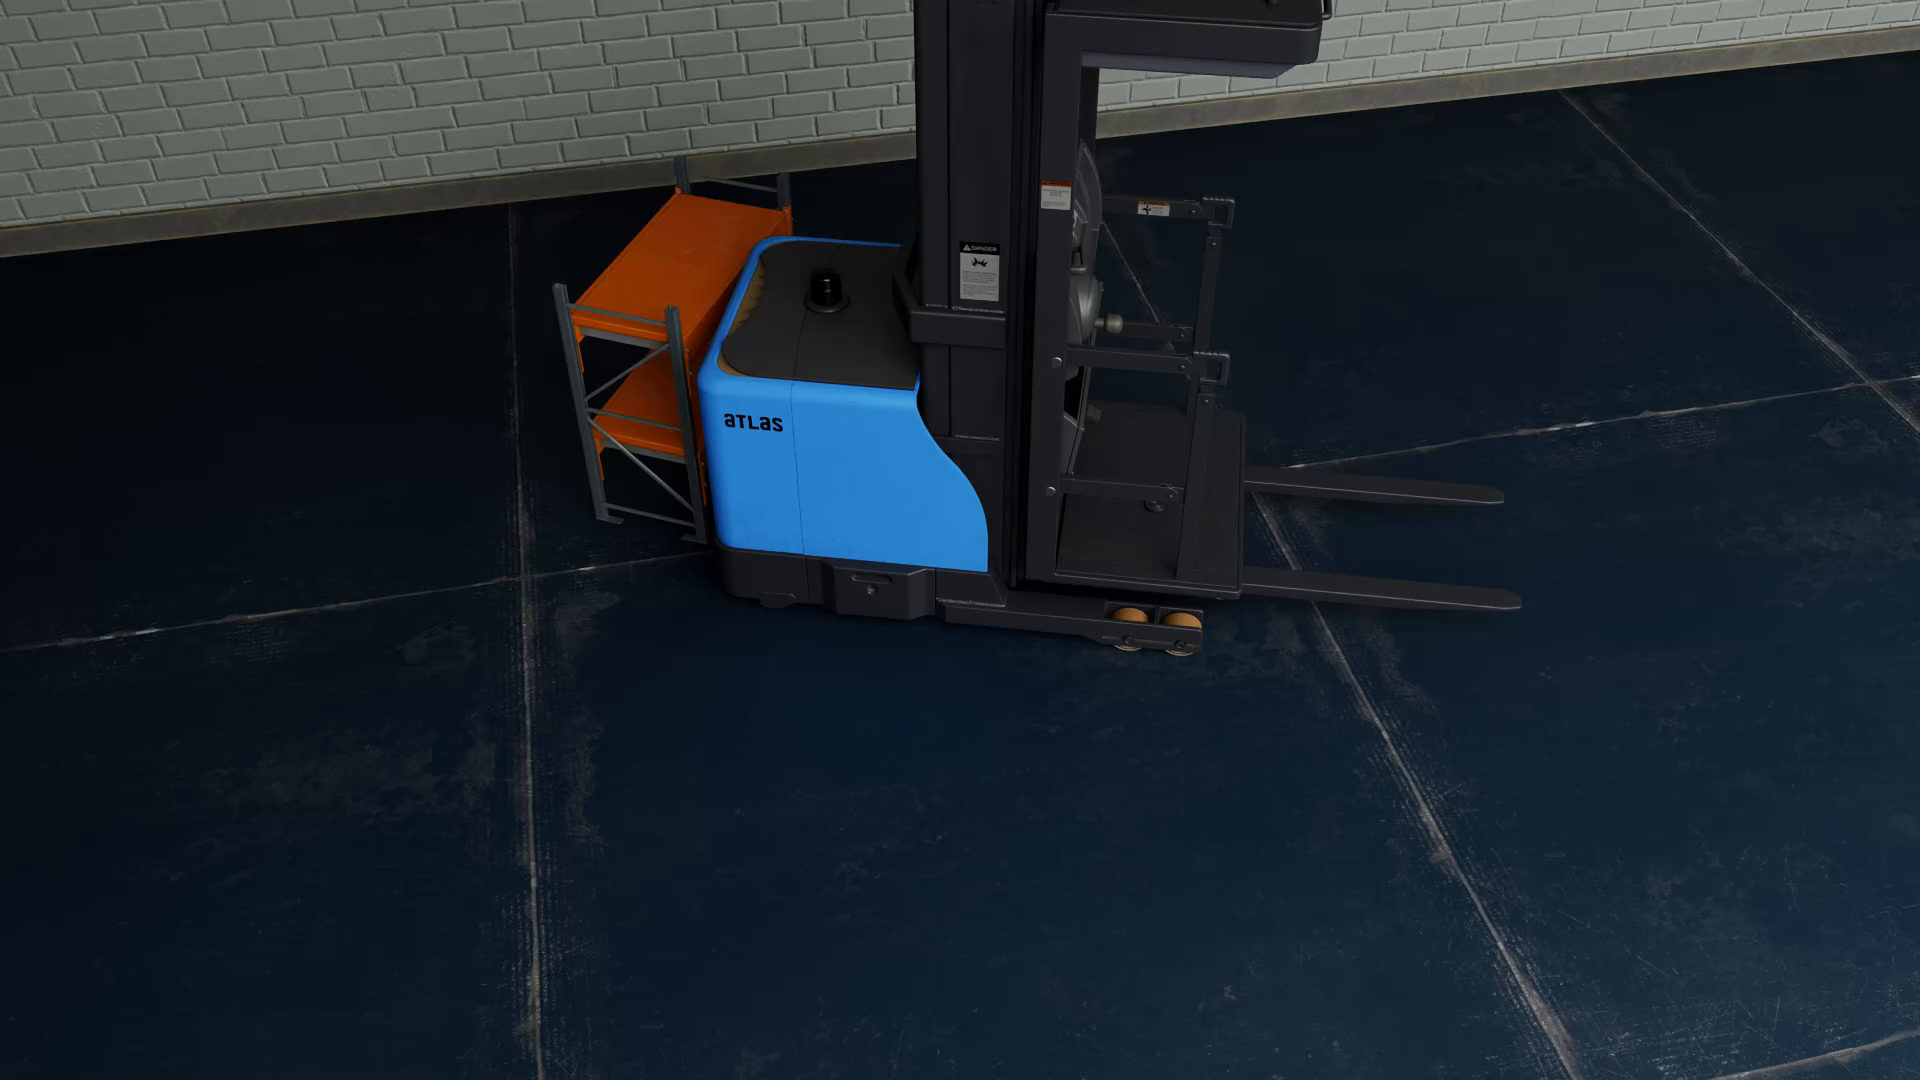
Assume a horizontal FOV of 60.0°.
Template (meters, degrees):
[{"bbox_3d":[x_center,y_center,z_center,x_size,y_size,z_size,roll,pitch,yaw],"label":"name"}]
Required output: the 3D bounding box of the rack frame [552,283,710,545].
[{"bbox_3d":[-1.257,-0.464,6.425,0.500,1.125,0.032,13,43,14],"label":"rack frame"}]

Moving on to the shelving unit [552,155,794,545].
[{"bbox_3d":[-1.095,-0.784,6.785,0.538,1.125,1.048,13,43,14],"label":"shelving unit"}]

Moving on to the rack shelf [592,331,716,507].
[{"bbox_3d":[-1.095,-0.601,6.948,0.538,0.278,1.000,13,43,14],"label":"rack shelf"}]

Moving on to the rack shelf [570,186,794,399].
[{"bbox_3d":[-1.095,-1.003,6.591,0.538,0.278,1.000,13,43,14],"label":"rack shelf"}]

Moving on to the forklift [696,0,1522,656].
[{"bbox_3d":[0.620,-1.039,5.712,3.031,2.935,1.130,5,42,6],"label":"forklift"}]

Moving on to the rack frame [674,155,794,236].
[{"bbox_3d":[-0.933,-1.104,7.146,0.500,1.125,0.032,13,43,14],"label":"rack frame"}]
